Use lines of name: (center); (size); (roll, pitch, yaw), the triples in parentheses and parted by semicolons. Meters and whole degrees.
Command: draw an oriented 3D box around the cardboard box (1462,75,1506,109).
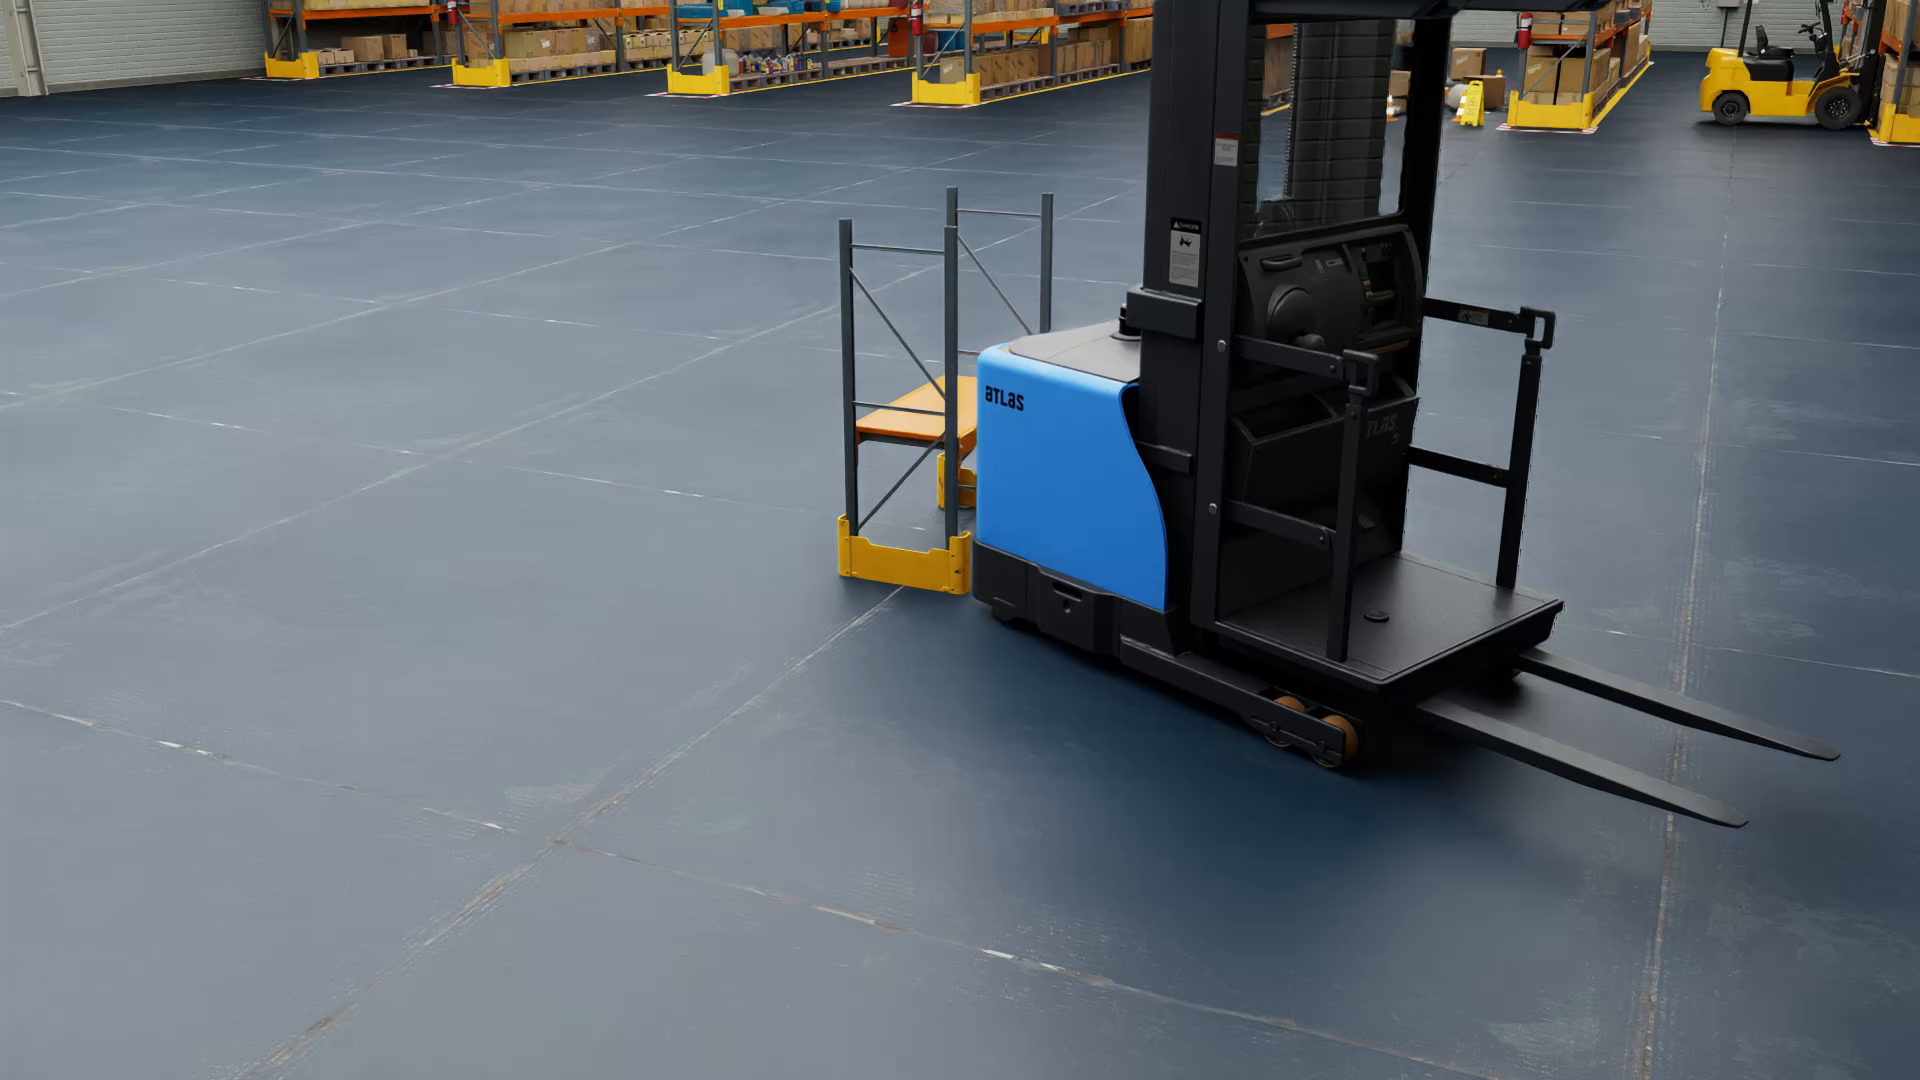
cardboard box: (8.725, -7.480, 27.752); (0.500, 0.500, 0.500); (-9, 22, -24)

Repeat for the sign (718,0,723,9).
sign: (-4.292, -9.668, 29.764); (0.100, 0.325, 0.005); (9, 21, 23)

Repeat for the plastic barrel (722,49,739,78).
plastic barrel: (-4.387, -9.005, 31.399); (0.421, 0.512, 0.421); (0, 20, 0)

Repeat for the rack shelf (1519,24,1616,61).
rack shelf: (9.586, -7.847, 26.131); (1.077, 0.370, 4.000); (9, 21, 23)

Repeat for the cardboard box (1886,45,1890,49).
cardboard box: (16.544, -8.852, 30.018); (0.380, 0.149, 0.250); (7, 21, 20)

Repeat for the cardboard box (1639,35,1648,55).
cardboard box: (15.140, -11.241, 37.798); (0.875, 0.438, 0.875); (8, 21, 21)

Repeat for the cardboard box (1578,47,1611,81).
cardboard box: (10.408, -7.836, 27.383); (0.500, 0.500, 0.500); (8, 21, 22)

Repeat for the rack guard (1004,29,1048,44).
rack guard: (1.758, -13.337, 44.224); (1.175, 0.500, 0.348); (9, 21, 23)

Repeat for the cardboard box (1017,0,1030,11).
cardboard box: (0.774, -9.901, 30.239); (0.875, 0.500, 0.500); (9, 21, 23)

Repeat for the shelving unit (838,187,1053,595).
shelving unit: (-0.031, -0.683, 7.152); (0.587, 1.500, 1.083); (9, 21, 23)

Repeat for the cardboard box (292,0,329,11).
cardboard box: (-13.341, -11.018, 34.167); (0.500, 0.250, 0.500); (8, 21, 21)

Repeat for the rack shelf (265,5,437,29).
rack shelf: (-13.012, -11.246, 35.688); (1.077, 0.370, 4.000); (9, 21, 23)

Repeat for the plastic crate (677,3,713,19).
plastic crate: (-4.860, -9.738, 30.597); (0.499, 0.251, 0.616); (9, 21, 23)

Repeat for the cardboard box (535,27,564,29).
cardboard box: (-8.557, -10.369, 34.506); (0.500, 0.500, 0.500); (9, 21, 23)

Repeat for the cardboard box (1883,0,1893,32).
cardboard box: (14.515, -8.065, 25.521); (0.500, 0.500, 0.500); (8, 21, 21)

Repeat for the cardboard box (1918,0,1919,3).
cardboard box: (13.184, -7.392, 22.661); (0.380, 0.149, 0.250); (9, 21, 23)

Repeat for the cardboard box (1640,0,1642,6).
cardboard box: (13.728, -11.001, 34.149); (0.500, 0.250, 0.500); (8, 21, 21)

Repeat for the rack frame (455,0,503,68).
rack frame: (-9.310, -10.295, 31.941); (1.000, 3.000, 0.127); (9, 21, 23)

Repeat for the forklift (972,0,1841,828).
forklift: (1.398, -0.835, 5.442); (1.130, 2.935, 3.031); (-16, 25, -38)

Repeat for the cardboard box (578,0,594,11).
cardboard box: (-8.058, -11.266, 34.522); (0.700, 0.500, 0.500); (8, 21, 22)

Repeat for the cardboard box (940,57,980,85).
cardboard box: (-0.003, -8.143, 28.994); (0.500, 0.500, 0.500); (13, 23, 33)

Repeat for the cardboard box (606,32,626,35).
cardboard box: (-7.560, -11.007, 36.584); (0.500, 0.311, 0.500); (9, 22, 24)

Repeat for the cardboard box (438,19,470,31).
cardboard box: (-11.729, -11.942, 38.525); (0.500, 0.250, 0.500); (8, 21, 22)

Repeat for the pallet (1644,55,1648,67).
pallet: (15.063, -10.897, 37.795); (1.003, 0.211, 1.213); (9, 21, 23)

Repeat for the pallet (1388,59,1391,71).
pallet: (8.806, -10.339, 36.227); (1.003, 0.211, 1.213); (9, 21, 23)

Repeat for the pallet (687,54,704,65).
pallet: (-6.406, -11.180, 38.592); (1.003, 0.211, 1.213); (9, 21, 23)

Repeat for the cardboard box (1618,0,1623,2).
cardboard box: (10.859, -9.287, 27.885); (0.500, 0.500, 0.500); (9, 22, 24)

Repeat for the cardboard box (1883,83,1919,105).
cardboard box: (13.211, -6.225, 23.225); (0.500, 0.250, 0.500); (8, 21, 22)

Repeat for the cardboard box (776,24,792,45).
cardboard box: (-4.547, -12.653, 41.644); (0.500, 0.500, 0.500); (9, 21, 23)

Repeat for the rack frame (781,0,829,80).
rack frame: (-3.154, -10.837, 33.465); (1.000, 3.000, 0.127); (9, 21, 23)

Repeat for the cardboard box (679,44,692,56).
cardboard box: (-6.443, -11.137, 37.786); (0.500, 0.250, 0.500); (9, 22, 24)

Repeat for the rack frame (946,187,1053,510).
rack frame: (0.173, -0.836, 7.581); (0.500, 1.500, 0.032); (9, 21, 23)

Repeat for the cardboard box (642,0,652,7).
cardboard box: (-7.127, -11.959, 36.469); (0.500, 0.500, 0.500); (10, 22, 27)

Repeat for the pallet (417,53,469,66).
pallet: (-11.875, -11.121, 38.424); (1.003, 0.211, 1.213); (9, 21, 23)

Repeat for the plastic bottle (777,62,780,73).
plastic bottle: (-3.544, -9.180, 32.325); (0.097, 0.201, 0.097); (0, 20, 0)

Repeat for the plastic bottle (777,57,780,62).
plastic bottle: (-3.533, -9.336, 32.641); (0.061, 0.283, 0.133); (9, 21, 23)

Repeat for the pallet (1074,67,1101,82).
pallet: (2.180, -9.456, 33.743); (1.003, 0.211, 1.213); (9, 21, 23)

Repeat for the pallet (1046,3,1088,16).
pallet: (1.810, -10.281, 32.187); (1.003, 0.211, 1.213); (9, 21, 23)

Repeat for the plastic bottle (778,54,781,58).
plastic bottle: (-3.685, -9.722, 33.743); (0.097, 0.271, 0.097); (0, 20, 0)

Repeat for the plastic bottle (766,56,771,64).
plastic bottle: (-3.813, -9.508, 33.143); (0.097, 0.271, 0.097); (0, 20, 0)

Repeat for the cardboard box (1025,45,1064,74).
cardboard box: (1.635, -9.372, 32.418); (0.700, 0.500, 0.500); (7, 21, 19)

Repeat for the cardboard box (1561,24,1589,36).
cardboard box: (9.095, -7.532, 24.546); (0.380, 0.149, 0.250); (9, 21, 23)

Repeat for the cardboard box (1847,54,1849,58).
cardboard box: (18.318, -9.793, 33.982); (0.396, 0.266, 0.258); (9, 22, 25)

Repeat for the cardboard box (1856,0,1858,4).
cardboard box: (17.597, -10.533, 31.833); (0.700, 0.500, 0.500); (9, 21, 23)

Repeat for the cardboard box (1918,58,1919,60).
cardboard box: (14.497, -7.004, 24.672); (0.500, 0.250, 0.500); (9, 21, 23)

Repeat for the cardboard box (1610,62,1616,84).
cardboard box: (11.192, -8.351, 29.769); (0.950, 0.372, 0.625); (9, 22, 24)

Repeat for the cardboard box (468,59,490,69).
cardboard box: (-9.360, -9.402, 32.906); (0.500, 0.250, 0.500); (9, 21, 23)

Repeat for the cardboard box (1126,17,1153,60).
cardboard box: (3.676, -11.057, 36.626); (1.225, 0.875, 0.875); (9, 21, 23)

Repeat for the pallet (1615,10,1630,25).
pallet: (10.851, -8.921, 28.363); (1.003, 0.211, 1.213); (9, 21, 23)

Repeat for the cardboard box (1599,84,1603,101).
cardboard box: (9.987, -7.163, 26.612); (0.500, 0.250, 0.500); (9, 21, 24)

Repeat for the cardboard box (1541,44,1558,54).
cardboard box: (9.052, -7.615, 25.793); (0.380, 0.149, 0.250); (9, 21, 24)
